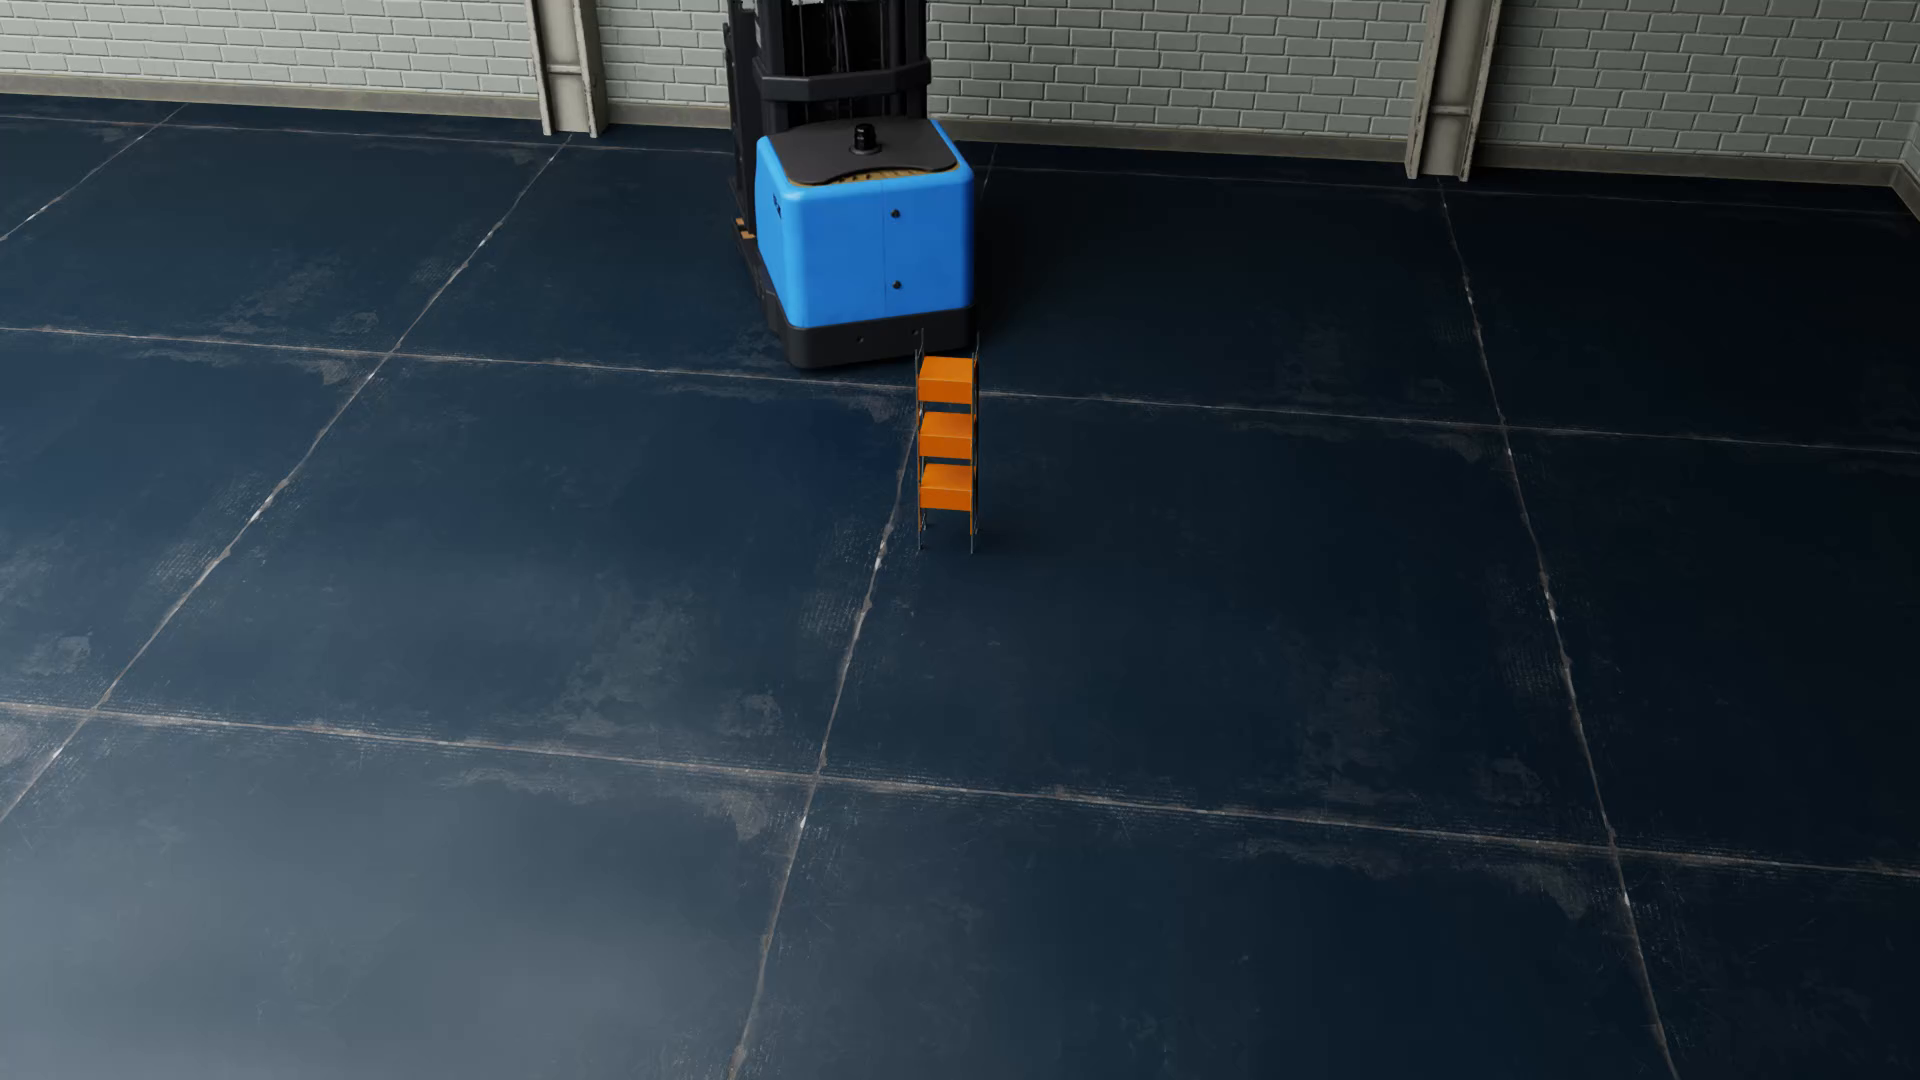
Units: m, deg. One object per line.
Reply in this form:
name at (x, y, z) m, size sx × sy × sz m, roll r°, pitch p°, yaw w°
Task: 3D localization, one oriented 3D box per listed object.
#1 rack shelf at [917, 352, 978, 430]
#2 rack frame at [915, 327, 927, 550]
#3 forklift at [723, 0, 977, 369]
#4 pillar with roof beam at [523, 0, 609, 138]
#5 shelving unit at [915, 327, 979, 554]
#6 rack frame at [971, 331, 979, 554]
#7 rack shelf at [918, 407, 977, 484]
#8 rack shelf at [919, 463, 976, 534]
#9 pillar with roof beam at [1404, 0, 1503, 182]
rack shelf at (-0.053, -0.654, 7.292) m, size 0.240 × 0.259 × 0.215 m, roll 4°, pitch 36°, yaw 6°
rack frame at (-0.174, -0.440, 7.463) m, size 0.008 × 1.050 × 0.200 m, roll 4°, pitch 36°, yaw 6°
forklift at (-0.792, -2.967, 9.385) m, size 1.130 × 2.935 × 3.031 m, roll -9°, pitch 37°, yaw -13°
pillar with roof beam at (-3.280, -4.123, 5.781) m, size 0.400 × 9.000 × 9.100 m, roll 4°, pitch 36°, yaw 6°
shelving unit at (-0.053, -0.431, 7.451) m, size 0.252 × 1.050 × 0.215 m, roll 4°, pitch 36°, yaw 6°
rack frame at (0.068, -0.422, 7.438) m, size 0.008 × 1.050 × 0.200 m, roll 4°, pitch 36°, yaw 6°
rack shelf at (-0.053, -0.423, 7.457) m, size 0.240 × 0.259 × 0.215 m, roll 4°, pitch 36°, yaw 6°
rack shelf at (-0.053, -0.196, 7.618) m, size 0.240 × 0.259 × 0.215 m, roll 4°, pitch 36°, yaw 6°
pillar with roof beam at (2.672, -3.679, 5.159) m, size 0.400 × 9.000 × 9.100 m, roll 4°, pitch 36°, yaw 6°
